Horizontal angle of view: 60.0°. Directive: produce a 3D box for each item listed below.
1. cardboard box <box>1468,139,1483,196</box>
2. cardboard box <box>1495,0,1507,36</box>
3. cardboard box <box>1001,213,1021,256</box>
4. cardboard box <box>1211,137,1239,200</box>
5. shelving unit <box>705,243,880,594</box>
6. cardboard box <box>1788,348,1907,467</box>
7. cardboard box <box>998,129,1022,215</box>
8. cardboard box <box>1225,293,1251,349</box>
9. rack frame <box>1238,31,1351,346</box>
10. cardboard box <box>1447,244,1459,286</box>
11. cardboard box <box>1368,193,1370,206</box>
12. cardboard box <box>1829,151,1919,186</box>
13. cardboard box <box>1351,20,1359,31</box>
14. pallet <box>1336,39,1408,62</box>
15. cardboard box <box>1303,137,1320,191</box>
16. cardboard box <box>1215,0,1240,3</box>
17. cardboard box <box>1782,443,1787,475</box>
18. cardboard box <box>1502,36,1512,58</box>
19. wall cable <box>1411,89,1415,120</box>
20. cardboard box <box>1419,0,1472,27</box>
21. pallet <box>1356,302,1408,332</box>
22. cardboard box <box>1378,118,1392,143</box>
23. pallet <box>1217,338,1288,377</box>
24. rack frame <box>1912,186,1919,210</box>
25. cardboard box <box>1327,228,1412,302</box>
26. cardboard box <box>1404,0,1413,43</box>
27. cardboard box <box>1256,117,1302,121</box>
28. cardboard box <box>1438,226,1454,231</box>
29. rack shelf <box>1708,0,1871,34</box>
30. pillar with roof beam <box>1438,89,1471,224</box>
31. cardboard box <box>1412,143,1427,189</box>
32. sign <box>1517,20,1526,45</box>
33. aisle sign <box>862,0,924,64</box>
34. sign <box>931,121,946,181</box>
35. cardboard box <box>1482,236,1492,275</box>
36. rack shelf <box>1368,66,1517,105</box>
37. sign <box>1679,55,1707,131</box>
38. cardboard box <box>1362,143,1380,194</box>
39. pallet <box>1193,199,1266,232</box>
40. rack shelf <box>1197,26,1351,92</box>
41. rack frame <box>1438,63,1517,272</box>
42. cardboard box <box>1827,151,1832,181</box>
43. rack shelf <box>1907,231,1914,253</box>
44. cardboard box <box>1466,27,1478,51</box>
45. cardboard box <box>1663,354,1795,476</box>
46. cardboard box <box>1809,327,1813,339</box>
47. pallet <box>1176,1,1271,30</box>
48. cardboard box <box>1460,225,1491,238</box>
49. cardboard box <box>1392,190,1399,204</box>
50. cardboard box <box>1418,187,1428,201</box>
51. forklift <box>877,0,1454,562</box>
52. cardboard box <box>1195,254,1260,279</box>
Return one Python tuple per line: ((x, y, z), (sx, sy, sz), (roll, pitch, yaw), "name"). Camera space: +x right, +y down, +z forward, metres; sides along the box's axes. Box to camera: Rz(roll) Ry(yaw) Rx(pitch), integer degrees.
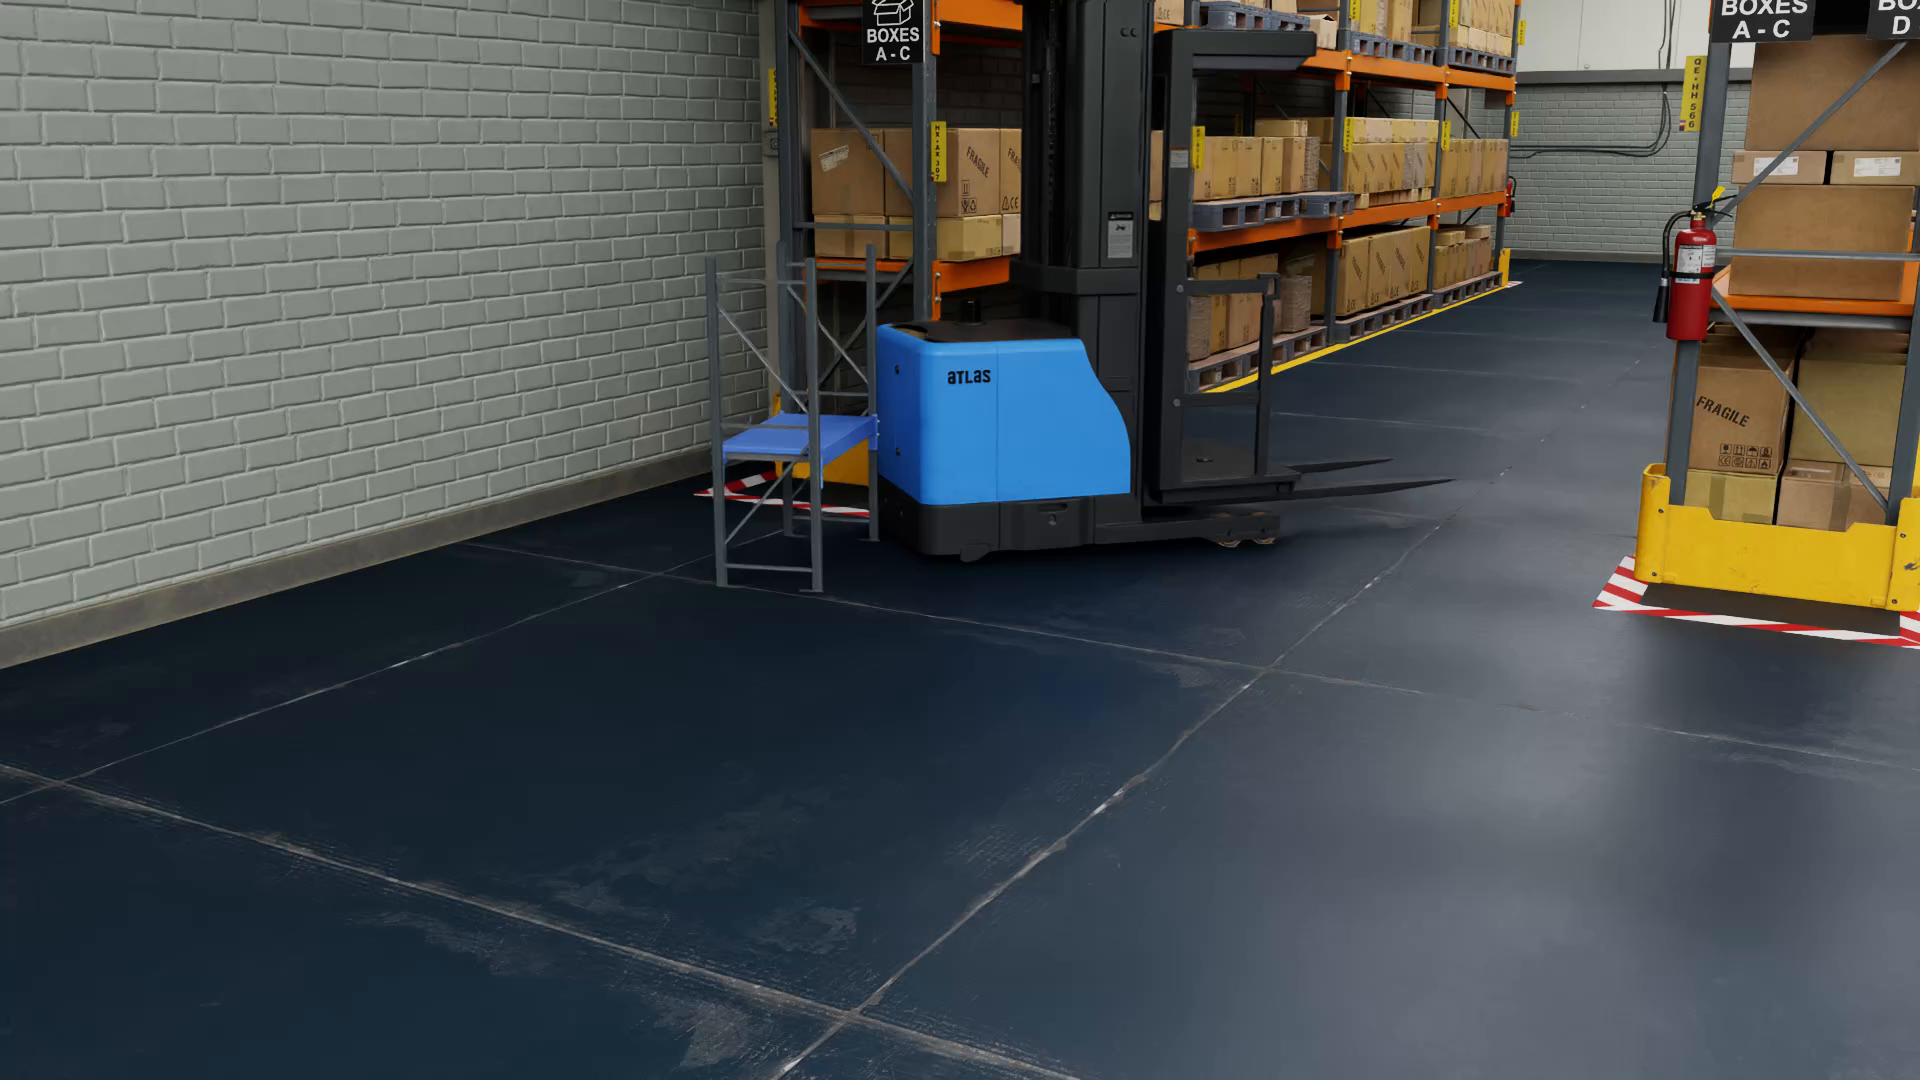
((6.181, -4.823, 21.501), (0.980, 0.700, 0.700), (7, 15, 25), "cardboard box")
((6.771, -6.809, 21.589), (0.500, 0.500, 0.500), (8, 16, 30), "cardboard box")
((0.155, -1.916, 10.357), (0.500, 0.250, 0.500), (7, 15, 26), "cardboard box")
((1.889, -3.104, 13.857), (0.700, 0.500, 0.500), (9, 16, 34), "cardboard box")
((-0.765, -0.618, 7.898), (0.538, 1.500, 1.048), (3, 14, 11), "shelving unit")
((4.435, -0.666, 8.266), (0.500, 0.500, 0.500), (7, 15, 28), "cardboard box")
((0.144, -2.272, 10.236), (0.500, 0.500, 0.500), (7, 15, 28), "cardboard box")
((2.166, -1.991, 14.785), (0.700, 0.500, 0.500), (8, 15, 29), "cardboard box")
((3.270, -3.448, 16.435), (1.000, 3.000, 0.127), (7, 15, 28), "rack frame")
((5.901, -3.502, 21.097), (0.700, 0.500, 0.500), (7, 15, 27), "cardboard box")
((4.095, -3.592, 17.527), (0.380, 0.149, 0.250), (8, 16, 29), "cardboard box")
((4.119, -1.666, 7.447), (0.380, 0.149, 0.250), (7, 15, 28), "cardboard box")
((3.664, -5.389, 16.936), (0.700, 0.500, 0.500), (6, 15, 25), "cardboard box")
((4.073, -5.182, 17.632), (1.003, 0.211, 1.213), (8, 16, 31), "pallet")
((3.052, -3.613, 15.967), (0.700, 0.500, 0.500), (5, 15, 21), "cardboard box")
((1.968, -4.476, 13.593), (0.500, 0.311, 0.500), (8, 16, 30), "cardboard box")
((3.973, -0.361, 8.602), (0.500, 0.250, 0.500), (7, 15, 28), "cardboard box")
((7.016, -6.547, 22.101), (0.500, 0.250, 0.500), (8, 16, 30), "cardboard box")
((6.928, -5.953, 24.659), (0.084, 1.984, 1.851), (7, 15, 28), "wall cable")
((5.794, -6.386, 19.832), (0.500, 0.500, 0.500), (7, 15, 28), "cardboard box")
((4.308, -2.495, 18.432), (1.003, 0.211, 1.213), (7, 15, 28), "pallet")
((4.213, -4.293, 17.449), (0.500, 0.250, 0.500), (7, 15, 28), "cardboard box")
((2.300, -1.683, 15.064), (1.003, 0.211, 1.213), (7, 15, 28), "pallet")
((7.608, -2.887, 14.111), (1.000, 3.000, 0.127), (7, 15, 28), "rack frame")
((4.576, -3.097, 18.670), (0.750, 0.750, 0.750), (8, 16, 30), "cardboard box")
((4.682, -5.821, 18.727), (0.700, 0.500, 0.500), (6, 15, 25), "cardboard box")
((3.262, -4.138, 16.806), (0.500, 0.250, 0.500), (8, 16, 30), "cardboard box")
((6.406, -4.132, 22.325), (0.380, 0.149, 0.250), (8, 15, 29), "cardboard box")
((4.708, -2.765, 8.737), (1.077, 0.370, 4.000), (7, 15, 28), "rack shelf")
((11.454, -8.170, 23.221), (9.100, 9.000, 0.400), (7, 15, 28), "pillar with roof beam")
((4.963, -4.243, 18.840), (0.500, 0.500, 0.500), (8, 15, 28), "cardboard box")
((7.606, -6.875, 22.531), (0.100, 0.325, 0.005), (7, 15, 28), "sign")
((-0.369, -3.022, 9.120), (0.394, 0.787, 0.004), (7, 15, 28), "aisle sign")
((-0.122, -2.166, 9.271), (0.100, 0.325, 0.005), (7, 15, 28), "sign")
((6.887, -3.923, 22.844), (0.700, 0.500, 0.500), (7, 15, 28), "cardboard box")
((6.171, -5.787, 21.274), (1.077, 0.370, 4.000), (7, 15, 28), "rack shelf")
((3.273, -1.989, 7.406), (0.100, 0.325, 0.005), (7, 15, 28), "sign")
((3.990, -3.828, 17.121), (0.500, 0.500, 0.500), (8, 16, 30), "cardboard box")
((1.833, -2.674, 13.636), (1.003, 0.211, 1.213), (7, 15, 28), "pallet")
((2.303, -4.146, 14.466), (1.077, 0.370, 4.000), (7, 15, 28), "rack shelf")
((7.137, -5.089, 23.243), (1.000, 3.000, 0.127), (7, 15, 28), "rack frame")
((4.008, -1.816, 8.070), (0.380, 0.149, 0.250), (7, 15, 27), "cardboard box")
((6.641, -2.127, 12.493), (1.077, 0.370, 4.000), (7, 15, 28), "rack shelf")
((6.027, -6.122, 20.336), (0.500, 0.250, 0.500), (7, 15, 27), "cardboard box")
((3.740, -0.622, 8.084), (0.500, 0.500, 0.500), (7, 15, 28), "cardboard box")
((4.941, -1.136, 10.215), (0.500, 0.500, 0.500), (7, 15, 28), "cardboard box")
((1.728, -4.109, 13.177), (1.213, 0.211, 1.003), (7, 15, 28), "pallet")
((6.984, -4.192, 22.574), (0.380, 0.149, 0.250), (7, 15, 27), "cardboard box")
((4.636, -3.799, 18.385), (0.380, 0.149, 0.250), (7, 15, 26), "cardboard box")
((5.187, -4.000, 19.220), (0.380, 0.149, 0.250), (8, 16, 29), "cardboard box")
((1.111, -1.499, 8.499), (3.031, 2.935, 1.130), (-4, 14, -17), "forklift")
((2.393, -2.442, 15.056), (0.500, 0.250, 0.500), (7, 15, 28), "cardboard box")
